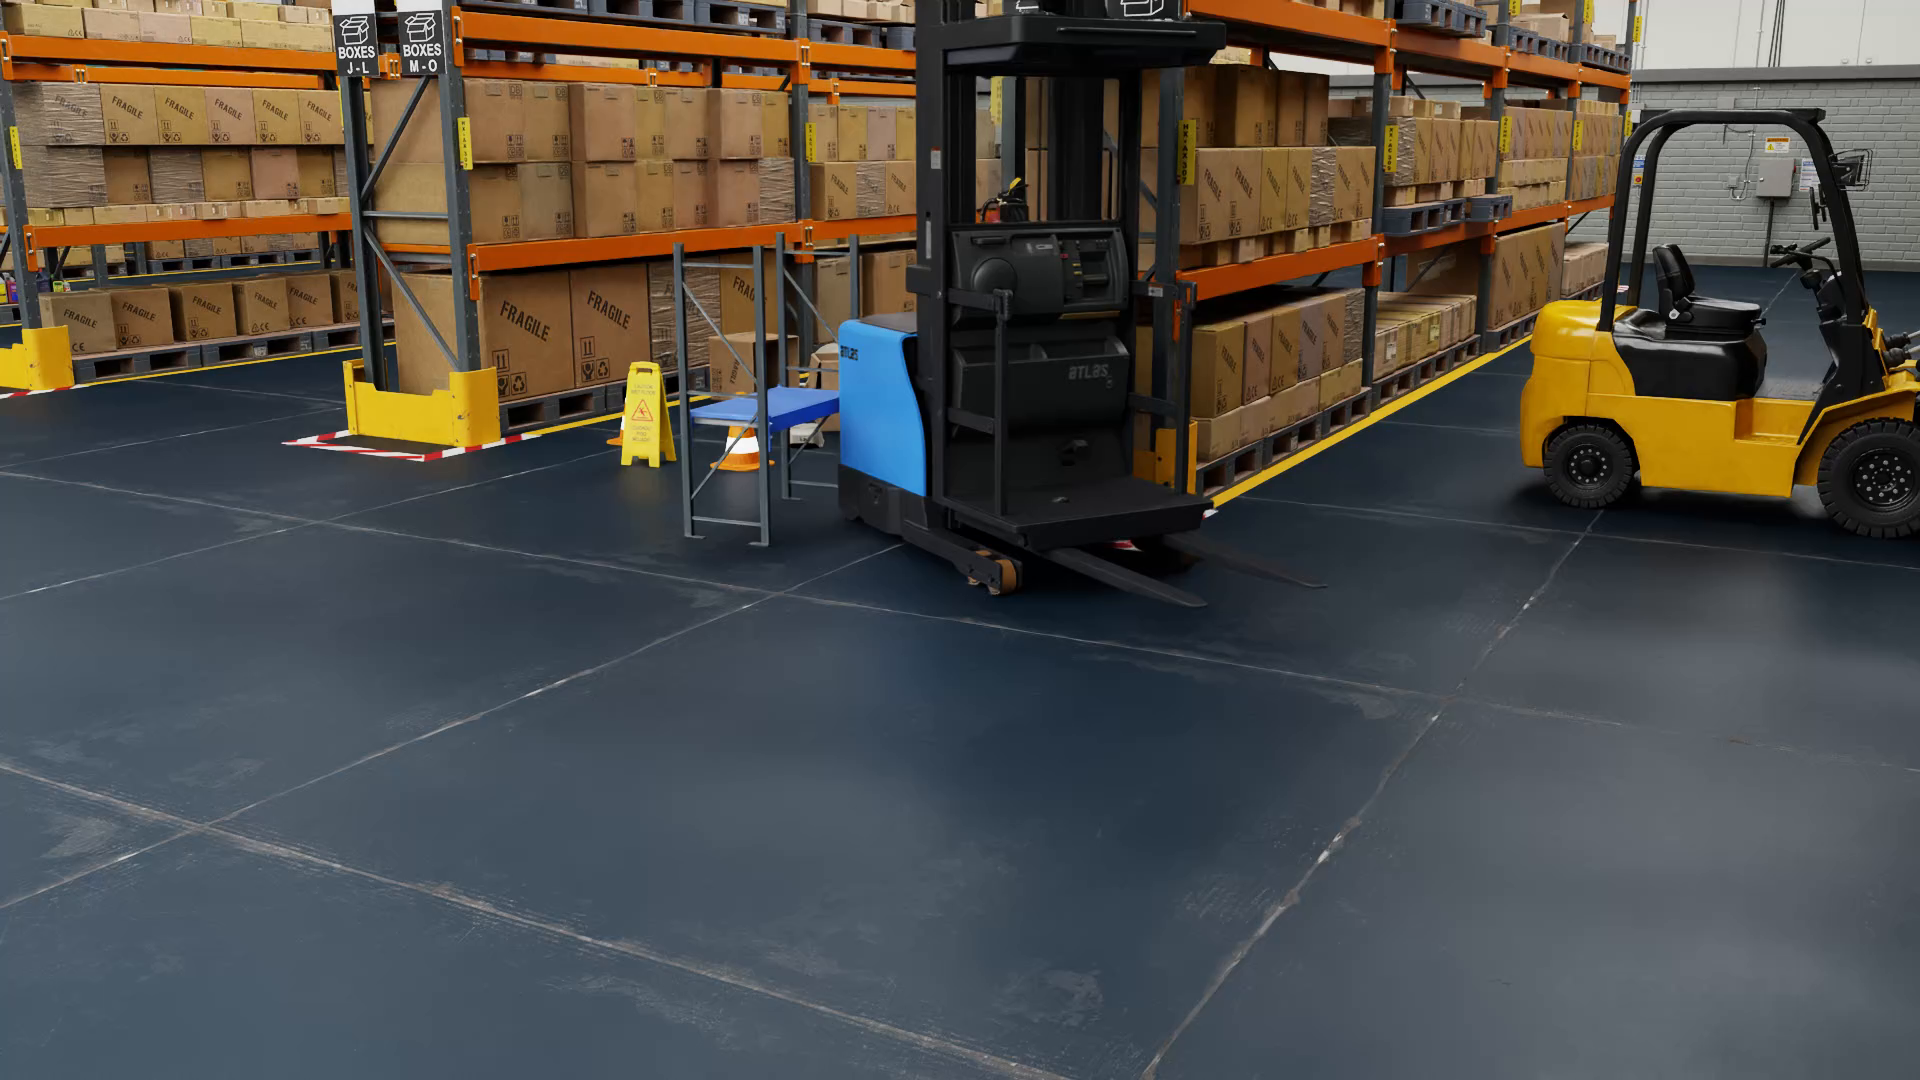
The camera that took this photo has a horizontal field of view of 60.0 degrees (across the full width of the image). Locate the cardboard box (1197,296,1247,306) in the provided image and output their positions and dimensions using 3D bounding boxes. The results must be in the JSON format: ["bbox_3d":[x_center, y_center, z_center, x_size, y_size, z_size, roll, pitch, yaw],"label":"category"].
[{"bbox_3d":[1.599,-1.383,11.239,0.500,0.500,0.500,8,16,31],"label":"cardboard box"}]

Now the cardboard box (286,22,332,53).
[{"bbox_3d":[-6.307,-4.737,15.704,0.500,0.250,0.500,8,16,29],"label":"cardboard box"}]

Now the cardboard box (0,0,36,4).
[{"bbox_3d":[-7.652,-4.370,13.329,0.380,0.149,0.250,7,15,28],"label":"cardboard box"}]

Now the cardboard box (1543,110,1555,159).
[{"bbox_3d":[5.987,-4.306,17.646,0.500,0.500,0.500,8,16,30],"label":"cardboard box"}]

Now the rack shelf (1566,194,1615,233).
[{"bbox_3d":[7.456,-4.160,20.925,1.077,0.370,4.000,7,15,28],"label":"rack shelf"}]

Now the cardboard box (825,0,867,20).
[{"bbox_3d":[-1.042,-4.772,14.954,0.250,0.149,0.380,7,15,28],"label":"cardboard box"}]

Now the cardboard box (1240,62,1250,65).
[{"bbox_3d":[3.812,-6.617,23.500,0.500,0.250,0.500,7,15,28],"label":"cardboard box"}]

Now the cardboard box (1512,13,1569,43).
[{"bbox_3d":[6.247,-5.514,17.900,0.500,0.311,0.500,7,15,28],"label":"cardboard box"}]

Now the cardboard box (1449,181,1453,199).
[{"bbox_3d":[3.923,-2.940,13.970,0.380,0.149,0.250,7,15,26],"label":"cardboard box"}]

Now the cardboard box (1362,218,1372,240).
[{"bbox_3d":[2.733,-2.236,11.944,0.380,0.149,0.250,7,15,27],"label":"cardboard box"}]

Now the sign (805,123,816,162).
[{"bbox_3d":[-1.274,-3.395,14.201,0.100,0.325,0.005,7,15,28],"label":"sign"}]

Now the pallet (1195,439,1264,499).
[{"bbox_3d":[1.148,-0.460,9.993,1.003,0.211,1.213,7,15,28],"label":"pallet"}]

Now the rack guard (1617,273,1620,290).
[{"bbox_3d":[8.434,-3.710,22.856,1.175,0.500,0.348,7,15,28],"label":"rack guard"}]

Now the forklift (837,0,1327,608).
[{"bbox_3d":[0.489,-1.295,7.653,1.130,2.935,3.031,-7,15,-28],"label":"forklift"}]

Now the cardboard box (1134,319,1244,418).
[{"bbox_3d":[1.331,-1.009,9.689,0.500,0.500,0.500,7,15,26],"label":"cardboard box"}]

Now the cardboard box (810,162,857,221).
[{"bbox_3d":[-1.271,-3.125,14.881,0.500,0.500,0.500,8,15,29],"label":"cardboard box"}]

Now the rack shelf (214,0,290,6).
[{"bbox_3d":[-11.823,-8.308,26.181,1.077,0.370,4.000,7,15,28],"label":"rack shelf"}]

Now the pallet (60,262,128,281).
[{"bbox_3d":[-13.222,-4.005,24.696,1.003,0.211,1.213,7,15,28],"label":"pallet"}]

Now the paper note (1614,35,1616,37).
[{"bbox_3d":[7.917,-6.088,20.081,0.006,0.032,0.123,7,15,28],"label":"paper note"}]

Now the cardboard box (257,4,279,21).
[{"bbox_3d":[-6.513,-4.851,15.325,0.380,0.149,0.250,8,16,30],"label":"cardboard box"}]

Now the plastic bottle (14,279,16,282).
[{"bbox_3d":[-10.541,-2.864,18.728,0.144,0.351,0.185,7,15,25],"label":"plastic bottle"}]

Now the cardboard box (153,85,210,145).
[{"bbox_3d":[-6.994,-3.726,14.609,0.500,0.500,0.500,7,15,28],"label":"cardboard box"}]

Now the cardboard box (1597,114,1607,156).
[{"bbox_3d":[7.684,-5.015,20.587,0.500,0.500,0.500,7,15,28],"label":"cardboard box"}]

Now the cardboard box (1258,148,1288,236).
[{"bbox_3d":[1.652,-2.108,10.030,0.500,0.500,0.500,7,15,27],"label":"cardboard box"}]

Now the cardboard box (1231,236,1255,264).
[{"bbox_3d":[1.505,-1.707,9.752,0.380,0.149,0.250,8,16,29],"label":"cardboard box"}]

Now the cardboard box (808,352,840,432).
[{"bbox_3d":[-0.679,-1.071,11.904,0.797,0.503,0.637,-3,14,-11],"label":"cardboard box"}]

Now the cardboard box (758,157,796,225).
[{"bbox_3d":[-1.928,-2.994,14.234,0.875,0.550,0.550,7,15,28],"label":"cardboard box"}]

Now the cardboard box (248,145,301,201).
[{"bbox_3d":[-6.751,-3.477,15.706,0.875,0.500,0.500,7,15,28],"label":"cardboard box"}]

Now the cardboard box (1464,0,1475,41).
[{"bbox_3d":[4.088,-4.593,14.570,0.700,0.500,0.500,7,15,28],"label":"cardboard box"}]

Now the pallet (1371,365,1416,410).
[{"bbox_3d":[2.997,-1.263,13.321,1.003,0.211,1.213,7,15,28],"label":"pallet"}]

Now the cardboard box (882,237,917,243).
[{"bbox_3d":[-0.200,-2.815,17.714,1.050,0.750,0.750,7,15,27],"label":"cardboard box"}]

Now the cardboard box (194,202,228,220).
[{"bbox_3d":[-6.831,-2.967,14.975,0.380,0.149,0.250,7,15,28],"label":"cardboard box"}]

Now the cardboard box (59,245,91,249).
[{"bbox_3d":[-13.073,-4.422,24.252,0.500,0.311,0.500,7,15,27],"label":"cardboard box"}]

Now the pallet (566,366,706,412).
[{"bbox_3d":[-2.785,-1.245,13.246,1.003,0.211,1.213,7,15,28],"label":"pallet"}]

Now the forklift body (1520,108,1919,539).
[{"bbox_3d":[4.355,-1.259,9.168,2.313,2.155,1.214,7,15,28],"label":"forklift body"}]

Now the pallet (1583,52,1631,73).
[{"bbox_3d":[8.073,-6.182,21.566,1.003,0.211,1.213,7,15,28],"label":"pallet"}]

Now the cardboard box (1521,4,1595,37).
[{"bbox_3d":[7.113,-6.141,19.877,0.797,0.503,0.637,9,16,32],"label":"cardboard box"}]

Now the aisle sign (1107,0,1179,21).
[{"bbox_3d":[0.929,-2.854,8.424,0.394,0.787,0.004,7,15,28],"label":"aisle sign"}]

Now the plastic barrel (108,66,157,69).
[{"bbox_3d":[-10.017,-6.107,19.997,0.600,0.901,0.600,0,14,0],"label":"plastic barrel"}]

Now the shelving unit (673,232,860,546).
[{"bbox_3d":[-0.985,-0.833,8.788,0.538,1.500,1.048,6,15,23],"label":"shelving unit"}]

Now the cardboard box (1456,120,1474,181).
[{"bbox_3d":[4.096,-3.341,14.247,0.500,0.500,0.500,6,15,24],"label":"cardboard box"}]

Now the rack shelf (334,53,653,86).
[{"bbox_3d":[-5.087,-5.100,18.423,1.077,0.370,4.000,7,15,28],"label":"rack shelf"}]

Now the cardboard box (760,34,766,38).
[{"bbox_3d":[-2.458,-6.813,22.886,0.700,0.500,0.500,8,16,29],"label":"cardboard box"}]

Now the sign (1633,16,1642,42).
[{"bbox_3d":[8.891,-6.706,21.830,0.100,0.325,0.005,7,15,28],"label":"sign"}]

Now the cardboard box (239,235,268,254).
[{"bbox_3d":[-11.577,-4.903,26.865,0.500,0.500,0.500,7,15,26],"label":"cardboard box"}]

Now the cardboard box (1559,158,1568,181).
[{"bbox_3d":[6.489,-4.152,18.609,0.500,0.250,0.500,7,15,28],"label":"cardboard box"}]

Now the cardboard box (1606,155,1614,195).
[{"bbox_3d":[8.165,-4.739,21.576,0.500,0.500,0.500,7,15,27],"label":"cardboard box"}]

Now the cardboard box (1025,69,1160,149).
[{"bbox_3d":[0.744,-2.447,9.301,0.700,0.500,0.500,7,15,27],"label":"cardboard box"}]

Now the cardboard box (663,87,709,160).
[{"bbox_3d":[-2.514,-3.303,13.212,0.875,0.550,0.550,7,15,28],"label":"cardboard box"}]

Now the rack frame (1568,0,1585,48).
[{"bbox_3d":[6.489,-7.016,18.436,1.000,3.000,0.127,7,15,28],"label":"rack frame"}]

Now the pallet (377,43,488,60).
[{"bbox_3d":[-5.662,-5.063,17.134,1.213,0.211,1.003,7,15,28],"label":"pallet"}]

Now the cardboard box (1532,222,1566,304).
[{"bbox_3d":[6.259,-3.135,18.774,0.875,0.875,0.875,8,16,30],"label":"cardboard box"}]
